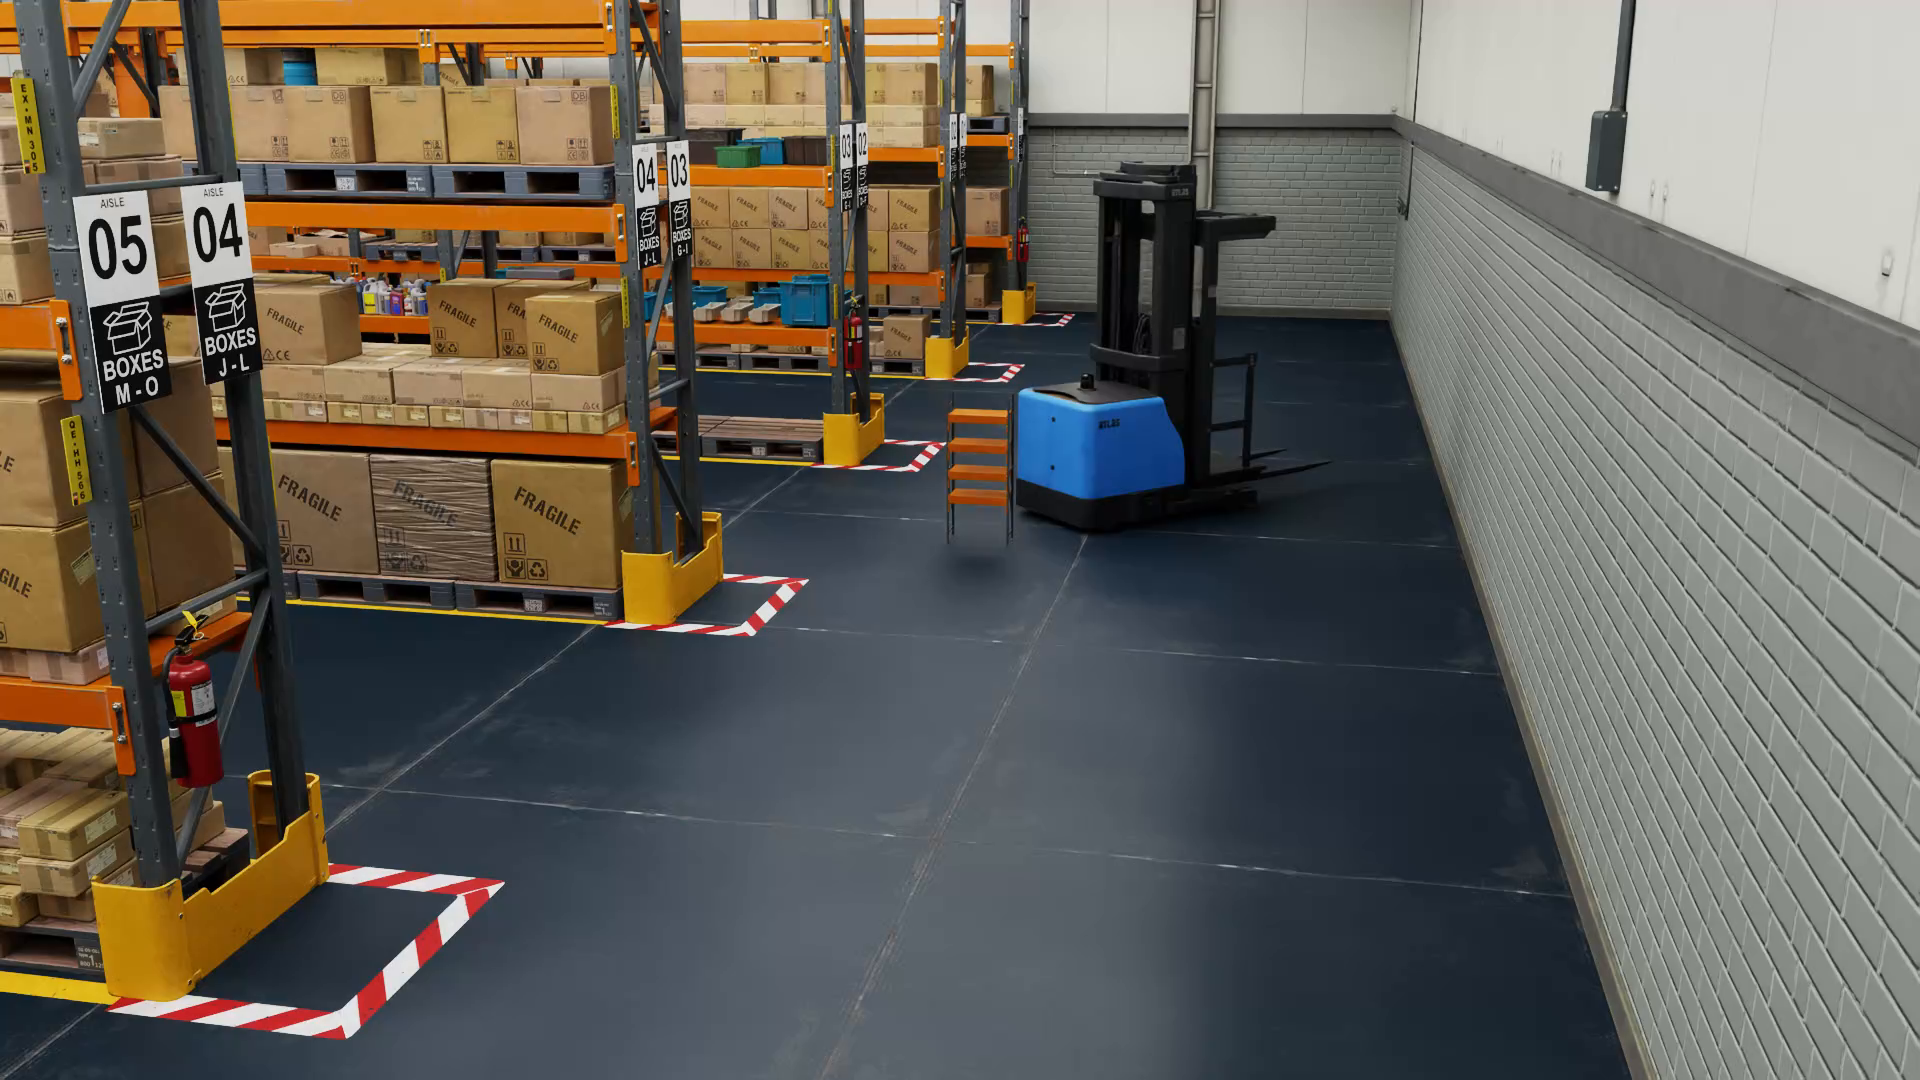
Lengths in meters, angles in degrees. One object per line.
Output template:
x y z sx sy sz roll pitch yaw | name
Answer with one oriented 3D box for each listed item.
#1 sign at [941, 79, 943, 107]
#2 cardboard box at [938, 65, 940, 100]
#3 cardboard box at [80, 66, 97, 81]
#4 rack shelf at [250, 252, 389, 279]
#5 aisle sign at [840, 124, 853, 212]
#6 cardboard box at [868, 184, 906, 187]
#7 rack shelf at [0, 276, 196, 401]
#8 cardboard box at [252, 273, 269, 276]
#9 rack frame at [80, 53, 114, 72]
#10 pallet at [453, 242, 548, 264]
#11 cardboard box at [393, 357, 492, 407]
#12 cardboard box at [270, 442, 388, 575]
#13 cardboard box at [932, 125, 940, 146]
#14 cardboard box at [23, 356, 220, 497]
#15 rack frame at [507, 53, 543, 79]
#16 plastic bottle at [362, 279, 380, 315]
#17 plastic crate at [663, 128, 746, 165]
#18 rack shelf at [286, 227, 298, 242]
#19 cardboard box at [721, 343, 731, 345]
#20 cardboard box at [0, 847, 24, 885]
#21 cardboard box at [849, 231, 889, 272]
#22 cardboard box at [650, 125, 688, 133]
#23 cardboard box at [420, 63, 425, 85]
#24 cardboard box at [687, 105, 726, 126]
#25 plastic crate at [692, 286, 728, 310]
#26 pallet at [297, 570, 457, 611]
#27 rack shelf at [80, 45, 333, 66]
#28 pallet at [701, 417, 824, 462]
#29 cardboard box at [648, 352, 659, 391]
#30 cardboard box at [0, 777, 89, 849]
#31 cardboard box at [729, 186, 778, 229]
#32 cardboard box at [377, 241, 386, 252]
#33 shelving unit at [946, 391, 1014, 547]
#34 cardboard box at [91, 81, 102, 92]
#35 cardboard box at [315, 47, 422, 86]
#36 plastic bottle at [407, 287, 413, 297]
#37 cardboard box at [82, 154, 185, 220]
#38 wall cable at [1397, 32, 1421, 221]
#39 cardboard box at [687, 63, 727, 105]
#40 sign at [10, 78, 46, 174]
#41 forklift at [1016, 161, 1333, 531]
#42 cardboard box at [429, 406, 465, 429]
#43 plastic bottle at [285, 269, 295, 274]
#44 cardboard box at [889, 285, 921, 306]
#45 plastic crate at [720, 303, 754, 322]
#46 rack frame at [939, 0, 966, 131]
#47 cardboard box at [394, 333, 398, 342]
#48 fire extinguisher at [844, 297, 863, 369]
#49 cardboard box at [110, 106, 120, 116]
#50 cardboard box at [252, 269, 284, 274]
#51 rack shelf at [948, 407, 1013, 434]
-0.215 -5.340 19.874 0.005 0.325 0.100 3 16 11 | sign
-0.361 -6.891 25.032 0.500 0.500 0.500 4 16 13 | cardboard box
-14.451 -7.661 27.812 0.500 0.500 0.500 2 16 7 | cardboard box
-9.884 -3.797 22.930 4.000 0.370 1.077 3 16 11 | rack shelf
-1.064 -3.489 15.599 0.004 0.787 0.394 3 16 11 | aisle sign
-0.981 -4.261 21.194 0.500 0.500 0.500 3 16 12 | cardboard box
-5.110 -0.934 6.974 4.000 0.370 1.077 3 16 11 | rack shelf
-5.479 -1.712 12.371 0.500 0.500 0.500 4 16 13 | cardboard box
-11.844 -7.142 22.417 0.127 3.000 1.000 3 16 11 | rack frame
-6.018 -3.843 22.106 1.213 0.211 1.003 3 16 11 | pallet
-3.586 -1.103 11.577 0.500 0.250 0.500 3 16 9 | cardboard box
-4.470 -0.308 12.179 0.875 0.875 0.875 3 16 11 | cardboard box
-0.538 -5.079 20.872 0.500 0.250 0.500 3 16 11 | cardboard box
-3.537 -0.496 7.044 0.500 0.500 0.500 3 16 11 | cardboard box
-6.941 -8.225 26.328 0.127 3.000 1.000 3 16 11 | rack frame
-5.961 -2.469 16.879 0.185 0.351 0.144 3 16 11 | plastic bottle
-2.518 -3.885 16.397 0.767 0.338 0.504 3 16 11 | plastic crate
-12.821 -5.306 28.377 4.000 0.370 1.077 3 16 11 | rack shelf
-3.010 -2.703 22.147 0.250 0.149 0.380 3 16 11 | cardboard box
-3.970 1.318 7.112 0.250 0.149 0.380 3 16 10 | cardboard box
-1.087 -3.640 20.825 0.500 0.500 0.500 3 16 12 | cardboard box
-3.578 -5.108 20.974 0.500 0.250 0.500 3 16 11 | cardboard box
-6.998 -5.961 21.715 0.500 0.500 0.500 3 16 11 | cardboard box
-3.087 -5.322 20.812 0.500 0.250 0.500 3 16 11 | cardboard box
-2.542 -2.434 16.862 0.300 0.233 0.416 3 16 11 | plastic crate
-4.054 0.235 12.247 1.213 0.211 1.003 3 16 11 | pallet
-9.884 -6.496 22.182 4.000 0.370 1.077 3 16 11 | rack shelf
-1.876 -1.027 16.804 1.213 0.211 1.003 3 16 11 | pallet
-2.479 -1.188 11.886 0.500 0.250 0.500 3 16 10 | cardboard box
-3.954 1.166 7.104 0.250 0.149 0.380 3 16 12 | cardboard box
-2.590 -4.202 20.981 0.500 0.500 0.500 3 16 9 | cardboard box
-9.704 -4.858 27.865 0.500 0.250 0.500 3 16 10 | cardboard box
0.162 -0.569 13.300 0.503 1.200 0.258 3 16 11 | shelving unit
-12.285 -6.110 23.075 0.500 0.500 0.500 4 16 16 | cardboard box
-4.040 -3.237 11.373 0.500 0.250 0.500 3 16 9 | cardboard box
-5.738 -2.544 17.429 0.097 0.201 0.097 0 15 0 | plastic bottle
-3.538 -1.435 6.779 0.500 0.250 0.500 3 16 12 | cardboard box
6.370 -5.909 23.782 0.112 2.526 3.097 3 16 11 | wall cable
-3.059 -5.721 20.847 0.500 0.500 0.700 3 16 11 | cardboard box
-3.280 -1.457 5.855 0.005 0.325 0.100 3 16 11 | sign
1.987 -1.771 14.394 3.031 2.935 1.130 -10 18 -33 | forklift
-3.478 -0.887 11.544 0.250 0.149 0.380 3 16 10 | cardboard box
-7.166 -2.728 17.815 0.185 0.351 0.144 3 16 11 | plastic bottle
-0.791 -3.970 26.102 0.500 0.500 0.700 3 16 9 | cardboard box
-2.192 -2.234 16.318 0.243 0.136 0.396 3 16 11 | plastic crate
-0.085 -6.503 20.113 0.127 3.000 1.000 3 16 11 | rack frame
-7.535 -2.946 22.367 0.500 0.500 0.500 4 16 13 | cardboard box
-1.018 -1.973 15.838 0.183 0.674 0.296 3 16 11 | fire extinguisher
-11.242 -5.791 22.654 0.500 0.250 0.500 5 16 17 | cardboard box
-11.886 -4.599 28.333 0.500 0.500 0.500 2 16 7 | cardboard box
0.162 -0.948 13.195 0.480 0.148 0.258 3 16 11 | rack shelf
